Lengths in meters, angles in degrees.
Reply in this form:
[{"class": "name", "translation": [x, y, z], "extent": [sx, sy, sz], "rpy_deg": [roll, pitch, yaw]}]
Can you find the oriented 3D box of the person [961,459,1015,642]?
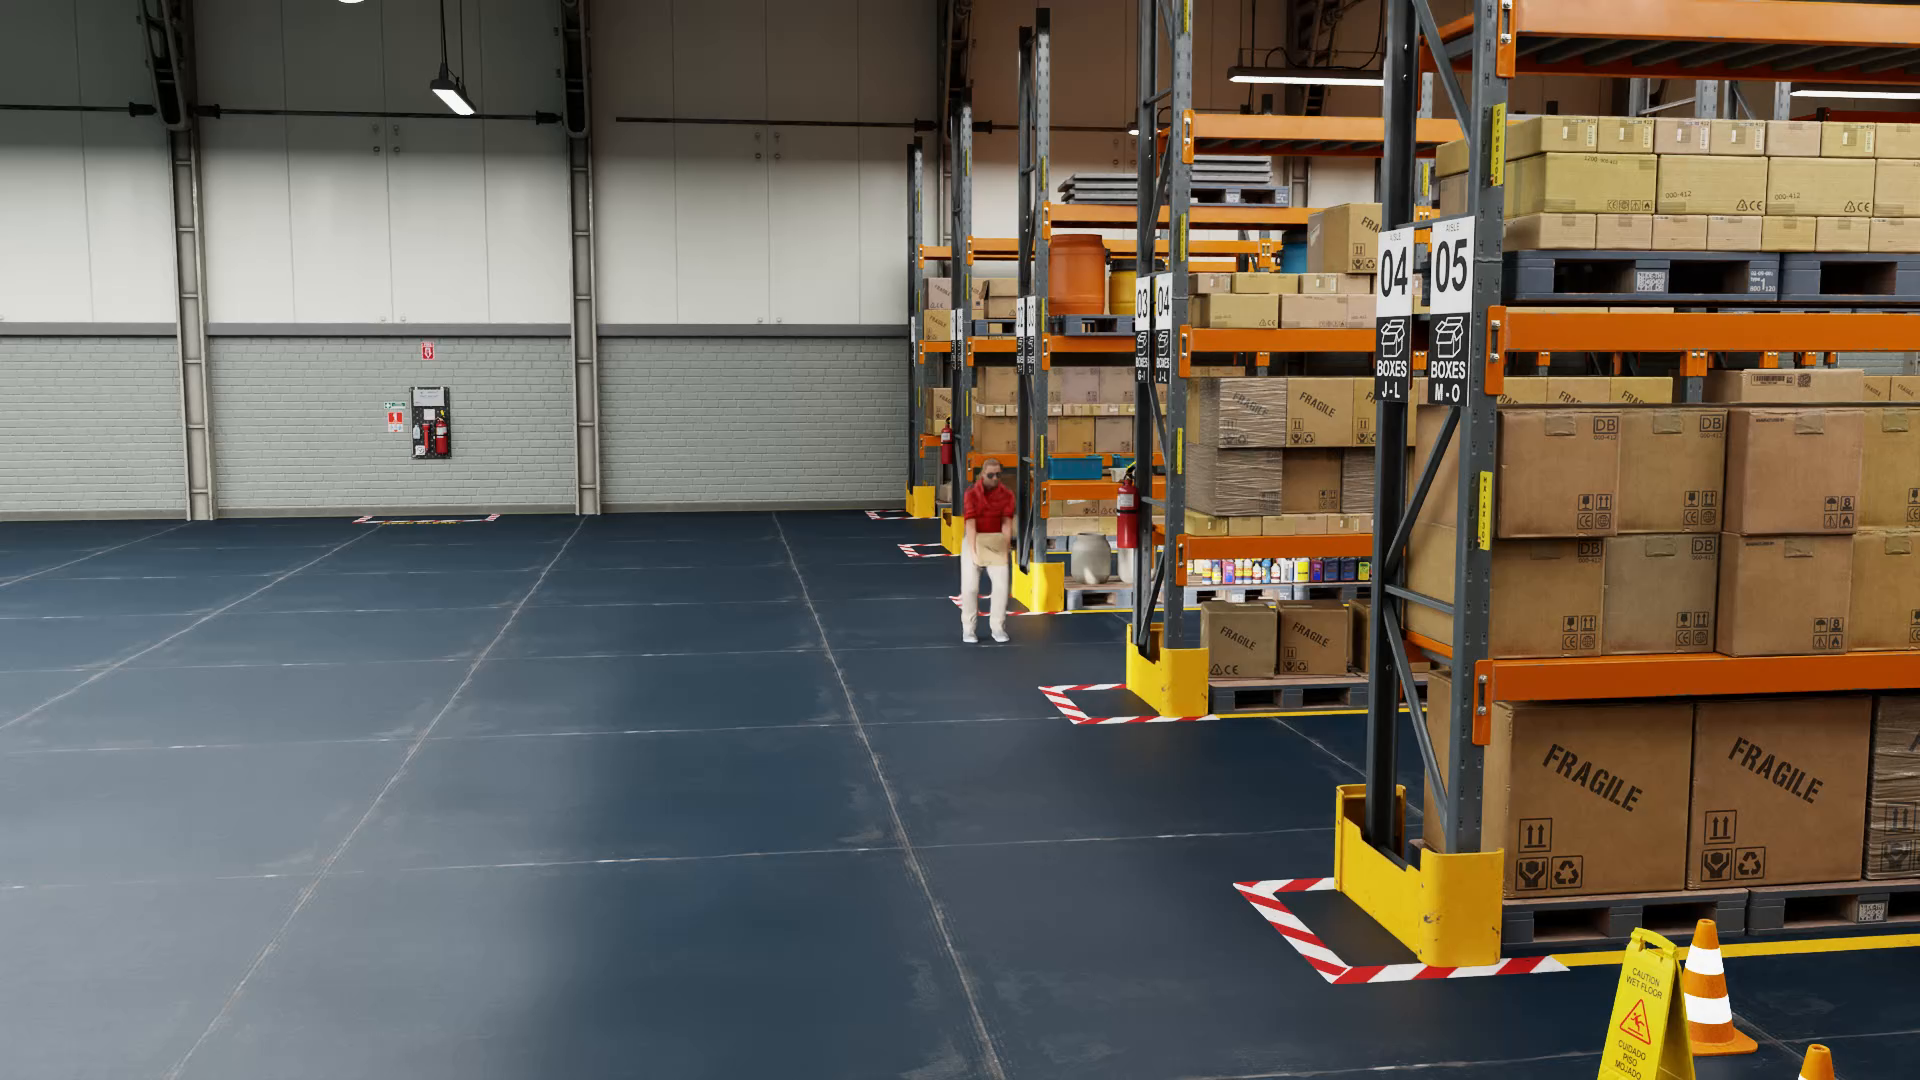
[{"class": "person", "translation": [0.257, 0.097, 15.167], "extent": [0.481, 1.684, 0.590], "rpy_deg": [-1, 7, -10]}]
